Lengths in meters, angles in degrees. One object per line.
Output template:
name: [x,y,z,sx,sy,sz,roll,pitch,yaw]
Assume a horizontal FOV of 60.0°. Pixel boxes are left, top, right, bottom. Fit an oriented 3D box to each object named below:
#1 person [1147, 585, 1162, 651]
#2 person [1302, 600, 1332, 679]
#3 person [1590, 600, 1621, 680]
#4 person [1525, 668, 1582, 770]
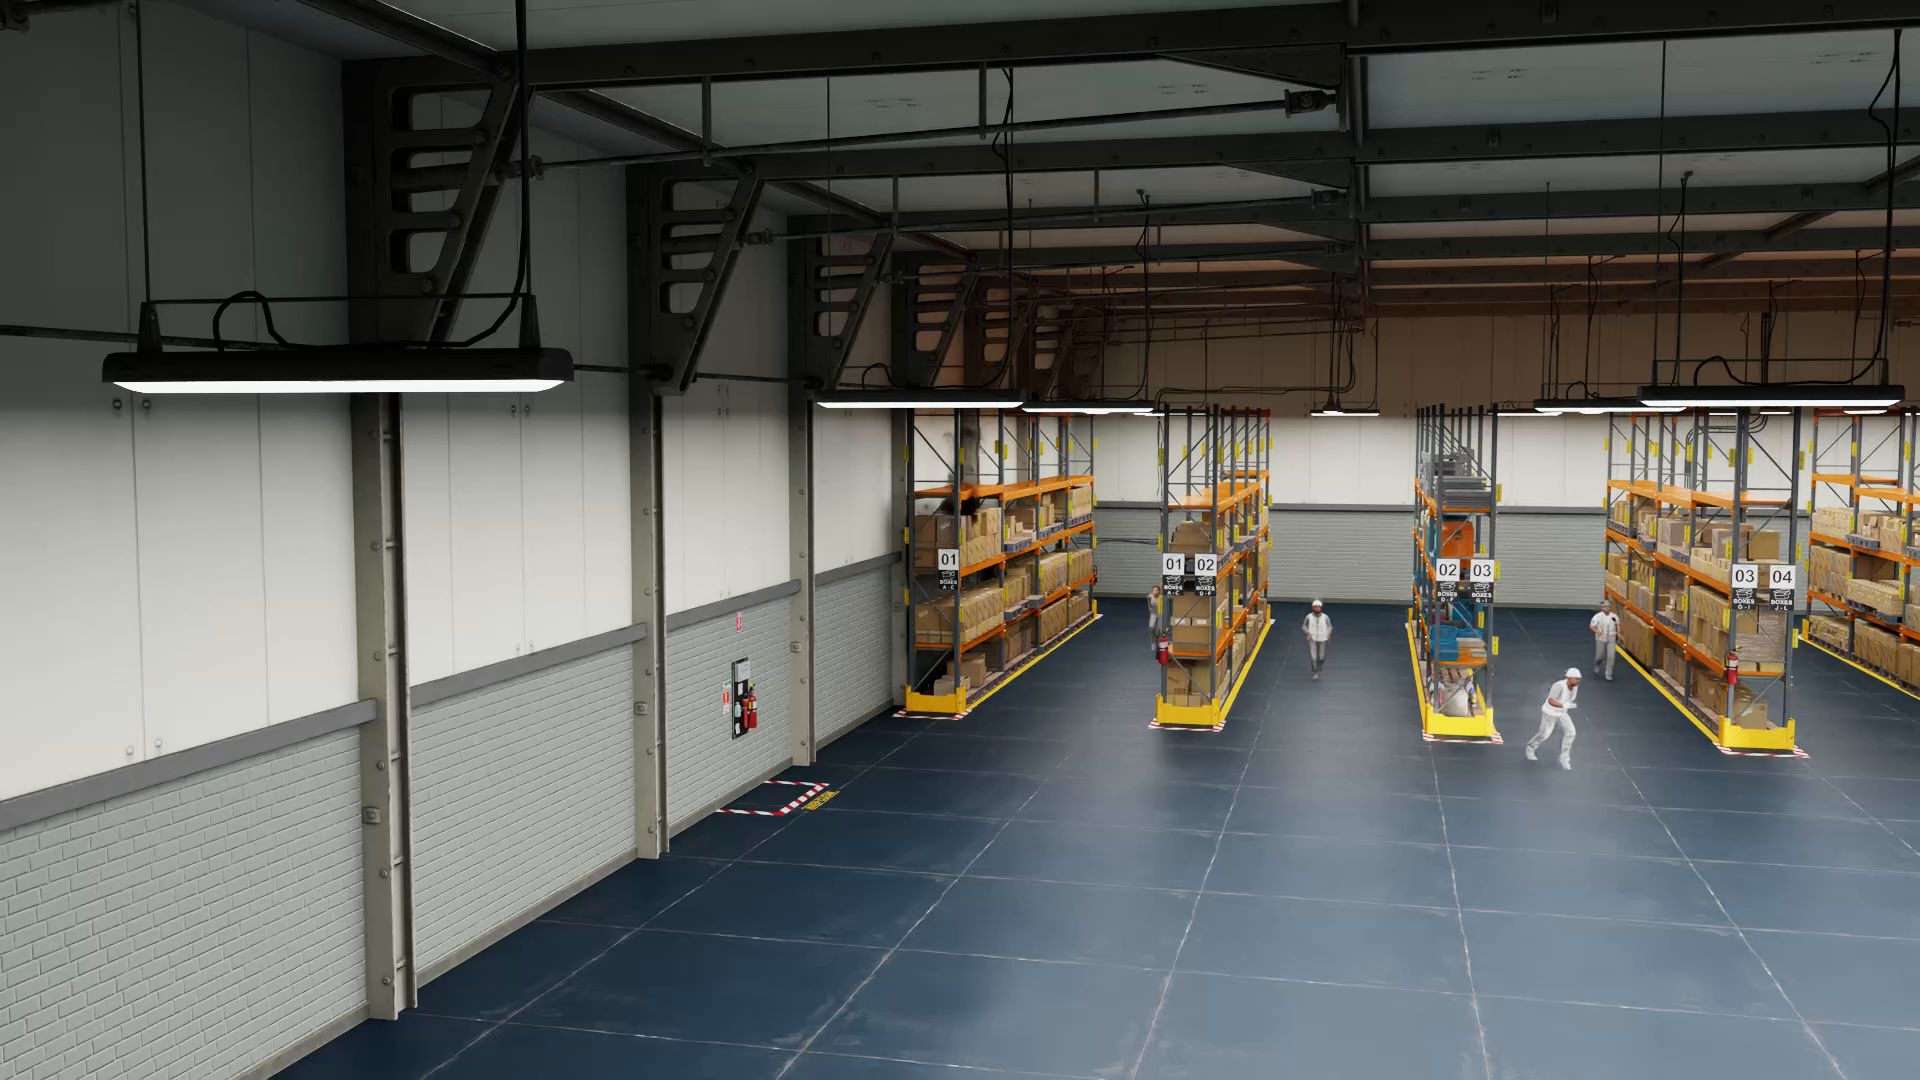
person: [4.873,1.915,41.053,0.558,1.623,0.835,1,4,16]
person: [7.878,2.197,36.704,0.661,1.731,0.585,1,4,10]
person: [14.234,2.182,36.632,0.674,1.740,0.782,1,4,10]
person: [9.781,2.921,27.372,0.729,1.724,1.025,-3,5,-34]
